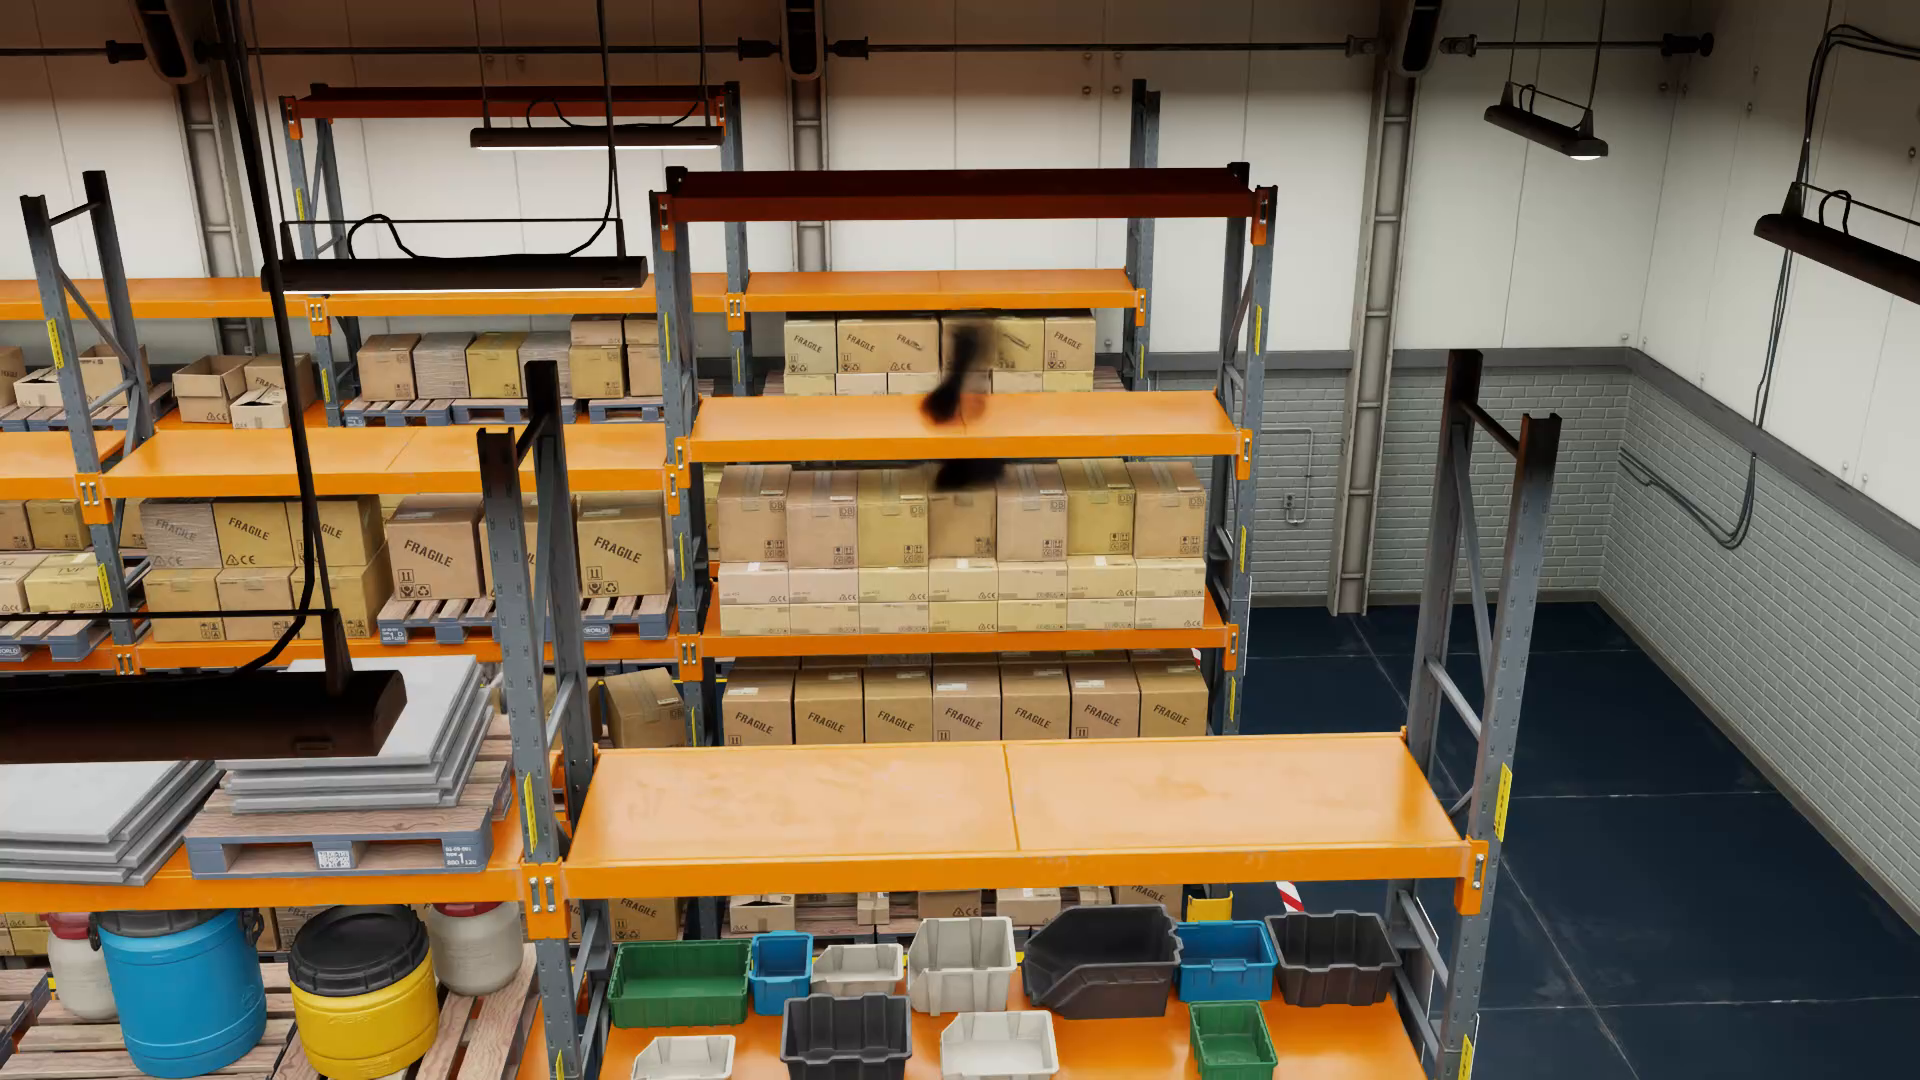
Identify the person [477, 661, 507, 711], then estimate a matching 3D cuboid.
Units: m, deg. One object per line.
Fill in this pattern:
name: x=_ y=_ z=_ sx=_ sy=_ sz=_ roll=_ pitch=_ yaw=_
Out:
person: x=-4.271 y=1.362 z=15.653 sx=0.611 sy=1.643 sz=0.601 roll=-7 pitch=23 yaw=-16
